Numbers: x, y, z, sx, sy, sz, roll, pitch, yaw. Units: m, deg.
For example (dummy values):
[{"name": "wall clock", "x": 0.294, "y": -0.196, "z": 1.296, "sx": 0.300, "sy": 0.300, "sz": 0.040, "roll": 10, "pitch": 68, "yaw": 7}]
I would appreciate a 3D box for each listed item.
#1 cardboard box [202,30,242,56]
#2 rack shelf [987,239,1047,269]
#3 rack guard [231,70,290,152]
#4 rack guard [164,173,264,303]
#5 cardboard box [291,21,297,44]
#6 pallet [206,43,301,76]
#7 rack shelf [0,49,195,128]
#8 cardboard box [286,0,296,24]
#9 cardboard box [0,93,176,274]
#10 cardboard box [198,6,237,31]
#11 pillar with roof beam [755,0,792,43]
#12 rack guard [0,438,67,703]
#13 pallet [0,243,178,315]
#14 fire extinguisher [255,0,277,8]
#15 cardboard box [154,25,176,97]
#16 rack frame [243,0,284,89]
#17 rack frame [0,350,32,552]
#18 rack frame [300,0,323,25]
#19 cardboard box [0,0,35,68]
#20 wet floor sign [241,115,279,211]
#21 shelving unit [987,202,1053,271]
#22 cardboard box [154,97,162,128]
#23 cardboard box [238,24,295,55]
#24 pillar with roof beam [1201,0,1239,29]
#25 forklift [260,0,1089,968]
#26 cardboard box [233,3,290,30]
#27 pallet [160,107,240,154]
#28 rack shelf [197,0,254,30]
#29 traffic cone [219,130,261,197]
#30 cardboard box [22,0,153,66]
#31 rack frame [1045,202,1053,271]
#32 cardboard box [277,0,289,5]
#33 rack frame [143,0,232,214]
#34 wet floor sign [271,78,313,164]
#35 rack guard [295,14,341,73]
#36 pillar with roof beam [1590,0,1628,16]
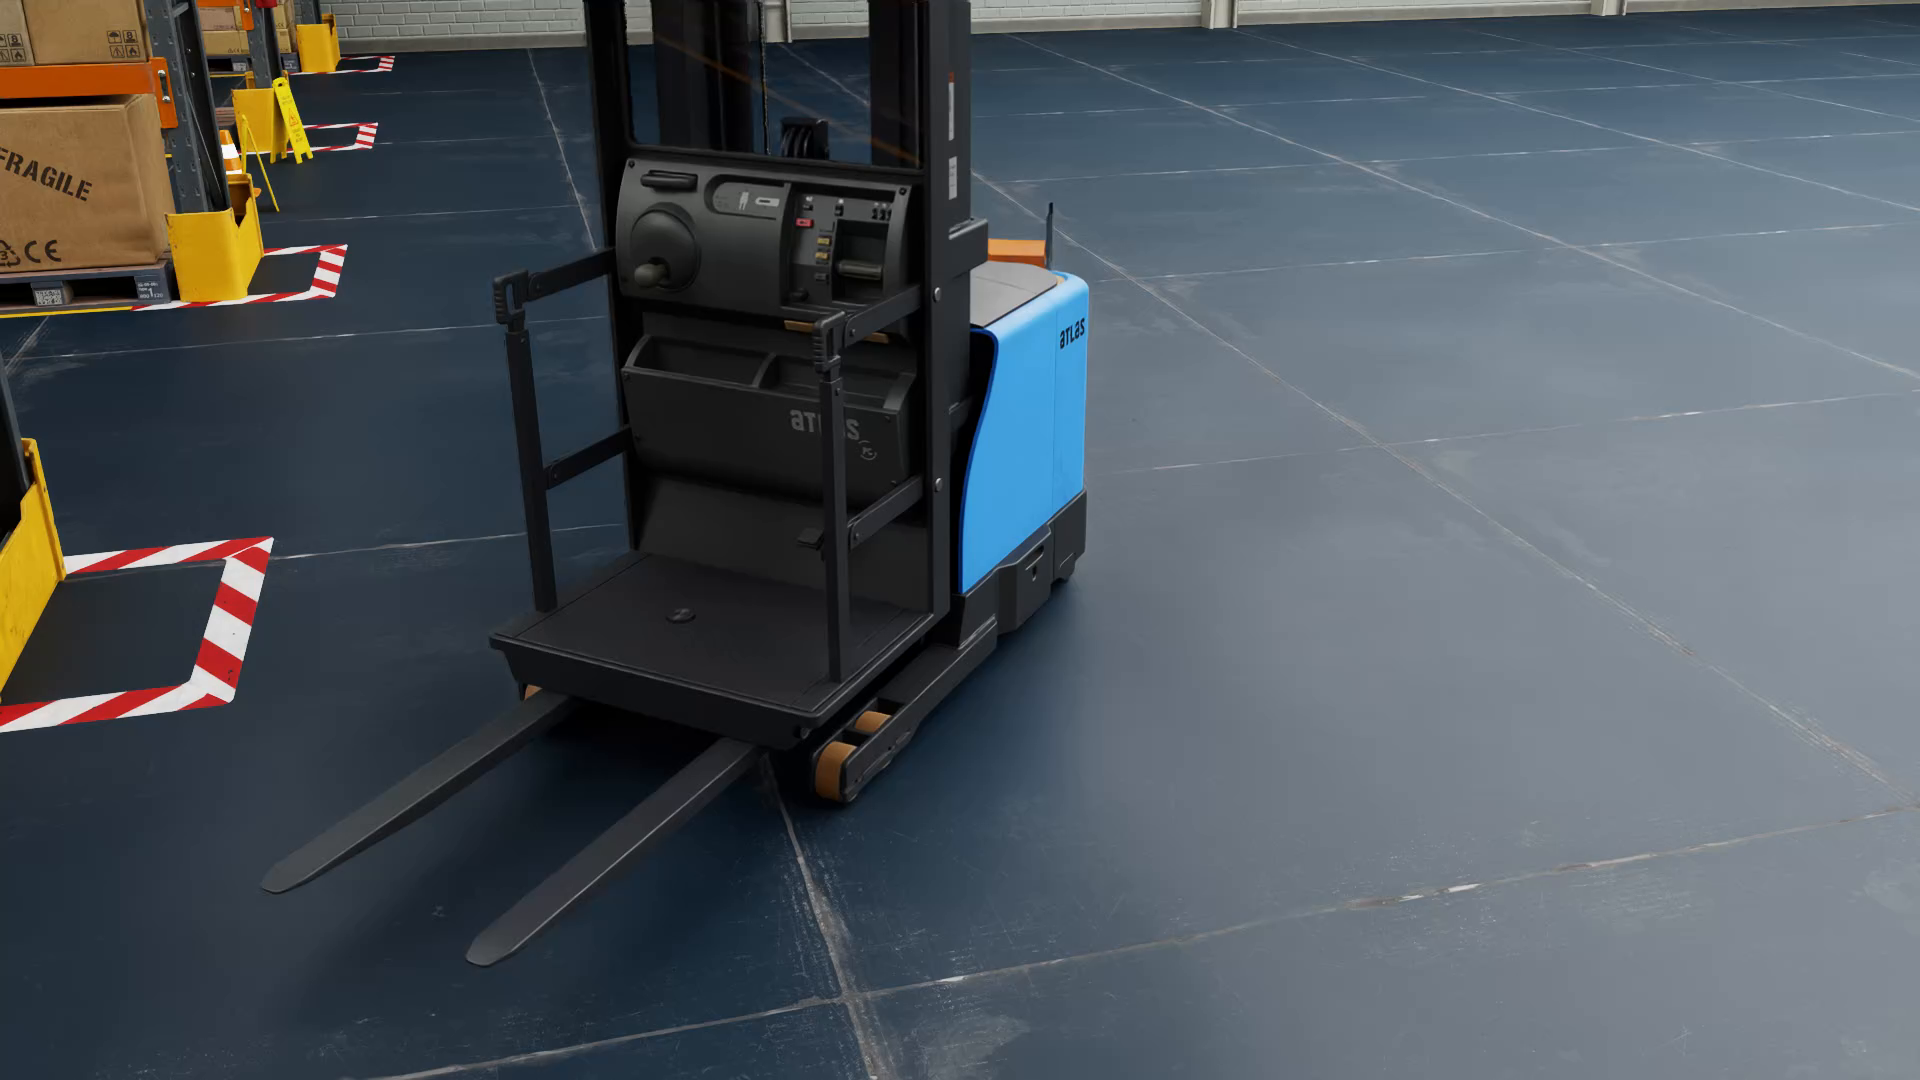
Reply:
[{"name": "cardboard box", "x": -8.028, "y": -5.406, "z": 17.998, "sx": 0.500, "sy": 0.250, "sz": 0.500, "roll": -6, "pitch": 24, "yaw": -14}, {"name": "rack shelf", "x": 0.081, "y": -1.011, "z": 6.089, "sx": 0.480, "sy": 0.148, "sz": 0.258, "roll": 2, "pitch": 23, "yaw": 5}, {"name": "rack guard", "x": -5.909, "y": -3.655, "z": 14.133, "sx": 0.348, "sy": 0.500, "sz": 1.175, "roll": -6, "pitch": 24, "yaw": -14}, {"name": "rack guard", "x": -4.378, "y": -1.797, "z": 9.803, "sx": 0.348, "sy": 0.500, "sz": 1.175, "roll": -6, "pitch": 24, "yaw": -14}, {"name": "cardboard box", "x": -7.706, "y": -5.647, "z": 18.561, "sx": 0.500, "sy": 0.250, "sz": 0.500, "roll": -6, "pitch": 24, "yaw": -14}, {"name": "pallet", "x": -7.905, "y": -5.317, "z": 18.373, "sx": 1.213, "sy": 0.211, "sz": 1.003, "roll": -6, "pitch": 24, "yaw": -14}, {"name": "rack shelf", "x": -6.327, "y": -2.399, "z": 8.950, "sx": 4.000, "sy": 0.370, "sz": 1.077, "roll": -6, "pitch": 24, "yaw": -14}, {"name": "cardboard box", "x": -7.689, "y": -5.883, "z": 18.478, "sx": 0.500, "sy": 0.250, "sz": 0.500, "roll": -6, "pitch": 24, "yaw": -13}, {"name": "cardboard box", "x": -5.036, "y": -2.062, "z": 9.414, "sx": 0.875, "sy": 0.875, "sz": 0.875, "roll": -6, "pitch": 24, "yaw": -14}, {"name": "cardboard box", "x": -8.050, "y": -5.635, "z": 17.899, "sx": 0.500, "sy": 0.250, "sz": 0.500, "roll": -7, "pitch": 24, "yaw": -15}, {"name": "pillar with roof beam", "x": -1.154, "y": -8.725, "z": 15.172, "sx": 0.400, "sy": 9.000, "sz": 9.100, "roll": -6, "pitch": 24, "yaw": -14}, {"name": "rack guard", "x": -3.232, "y": 0.108, "z": 5.365, "sx": 0.348, "sy": 0.500, "sz": 1.175, "roll": -6, "pitch": 24, "yaw": -14}, {"name": "pallet", "x": -5.150, "y": -1.546, "z": 9.587, "sx": 1.213, "sy": 0.211, "sz": 1.003, "roll": -6, "pitch": 24, "yaw": -14}, {"name": "fire extinguisher", "x": -5.601, "y": -4.613, "z": 13.295, "sx": 0.183, "sy": 0.674, "sz": 0.296, "roll": -6, "pitch": 24, "yaw": -14}, {"name": "cardboard box", "x": -6.537, "y": -3.901, "z": 13.541, "sx": 0.500, "sy": 0.500, "sz": 0.500, "roll": -6, "pitch": 24, "yaw": -14}, {"name": "rack frame", "x": -5.836, "y": -4.811, "z": 13.659, "sx": 0.127, "sy": 3.000, "sz": 1.000, "roll": -6, "pitch": 24, "yaw": -14}, {"name": "rack frame", "x": -3.159, "y": -1.049, "z": 4.891, "sx": 0.127, "sy": 3.000, "sz": 1.000, "roll": -6, "pitch": 24, "yaw": -14}, {"name": "rack frame", "x": -7.180, "y": -6.696, "z": 18.050, "sx": 0.127, "sy": 3.000, "sz": 1.000, "roll": -6, "pitch": 24, "yaw": -14}, {"name": "cardboard box", "x": -5.270, "y": -2.888, "z": 8.987, "sx": 0.550, "sy": 0.550, "sz": 0.875, "roll": -6, "pitch": 24, "yaw": -14}, {"name": "wet floor sign", "x": -4.908, "y": -2.616, "z": 11.528, "sx": 0.232, "sy": 0.644, "sz": 0.267, "roll": -11, "pitch": 25, "yaw": -23}, {"name": "shelving unit", "x": 0.081, "y": -0.650, "z": 6.244, "sx": 0.503, "sy": 1.200, "sz": 0.258, "roll": 2, "pitch": 23, "yaw": 5}, {"name": "cardboard box", "x": -6.564, "y": -3.550, "z": 13.674, "sx": 0.500, "sy": 0.250, "sz": 0.500, "roll": -6, "pitch": 24, "yaw": -15}, {"name": "cardboard box", "x": -7.547, "y": -5.455, "z": 18.113, "sx": 0.500, "sy": 0.250, "sz": 0.500, "roll": -6, "pitch": 24, "yaw": -14}, {"name": "pillar with roof beam", "x": 4.623, "y": -9.364, "z": 16.662, "sx": 0.400, "sy": 9.000, "sz": 9.100, "roll": -6, "pitch": 24, "yaw": -14}, {"name": "forklift", "x": -0.650, "y": -0.823, "z": 4.451, "sx": 1.130, "sy": 2.935, "sz": 3.031, "roll": 11, "pitch": 26, "yaw": 24}, {"name": "cardboard box", "x": -7.564, "y": -5.684, "z": 18.014, "sx": 0.500, "sy": 0.250, "sz": 0.500, "roll": -7, "pitch": 24, "yaw": -15}, {"name": "pallet", "x": -6.701, "y": -3.449, "z": 14.020, "sx": 1.213, "sy": 0.211, "sz": 1.003, "roll": -6, "pitch": 24, "yaw": -14}, {"name": "rack shelf", "x": -7.761, "y": -4.268, "z": 13.305, "sx": 4.000, "sy": 0.370, "sz": 1.077, "roll": -6, "pitch": 24, "yaw": -14}, {"name": "traffic cone", "x": -5.274, "y": -2.725, "z": 12.014, "sx": 0.334, "sy": 0.463, "sz": 0.336, "roll": -6, "pitch": 24, "yaw": -14}, {"name": "cardboard box", "x": -4.746, "y": -2.955, "z": 9.143, "sx": 0.550, "sy": 0.550, "sz": 0.875, "roll": -6, "pitch": 24, "yaw": -14}, {"name": "rack frame", "x": 0.324, "y": -0.642, "z": 6.223, "sx": 0.015, "sy": 1.200, "sz": 0.240, "roll": 2, "pitch": 23, "yaw": 5}, {"name": "cardboard box", "x": -7.539, "y": -5.917, "z": 17.922, "sx": 0.500, "sy": 0.250, "sz": 0.500, "roll": -5, "pitch": 24, "yaw": -13}, {"name": "rack frame", "x": -4.401, "y": -2.943, "z": 9.304, "sx": 0.127, "sy": 3.000, "sz": 1.000, "roll": -6, "pitch": 24, "yaw": -14}, {"name": "wet floor sign", "x": -5.364, "y": -3.343, "z": 13.224, "sx": 0.232, "sy": 0.644, "sz": 0.267, "roll": 2, "pitch": 23, "yaw": 4}, {"name": "rack guard", "x": -7.157, "y": -5.549, "z": 18.549, "sx": 0.348, "sy": 0.500, "sz": 1.175, "roll": -6, "pitch": 24, "yaw": -14}, {"name": "pillar with roof beam", "x": 10.400, "y": -10.003, "z": 18.151, "sx": 0.400, "sy": 9.000, "sz": 9.100, "roll": -6, "pitch": 24, "yaw": -14}]
